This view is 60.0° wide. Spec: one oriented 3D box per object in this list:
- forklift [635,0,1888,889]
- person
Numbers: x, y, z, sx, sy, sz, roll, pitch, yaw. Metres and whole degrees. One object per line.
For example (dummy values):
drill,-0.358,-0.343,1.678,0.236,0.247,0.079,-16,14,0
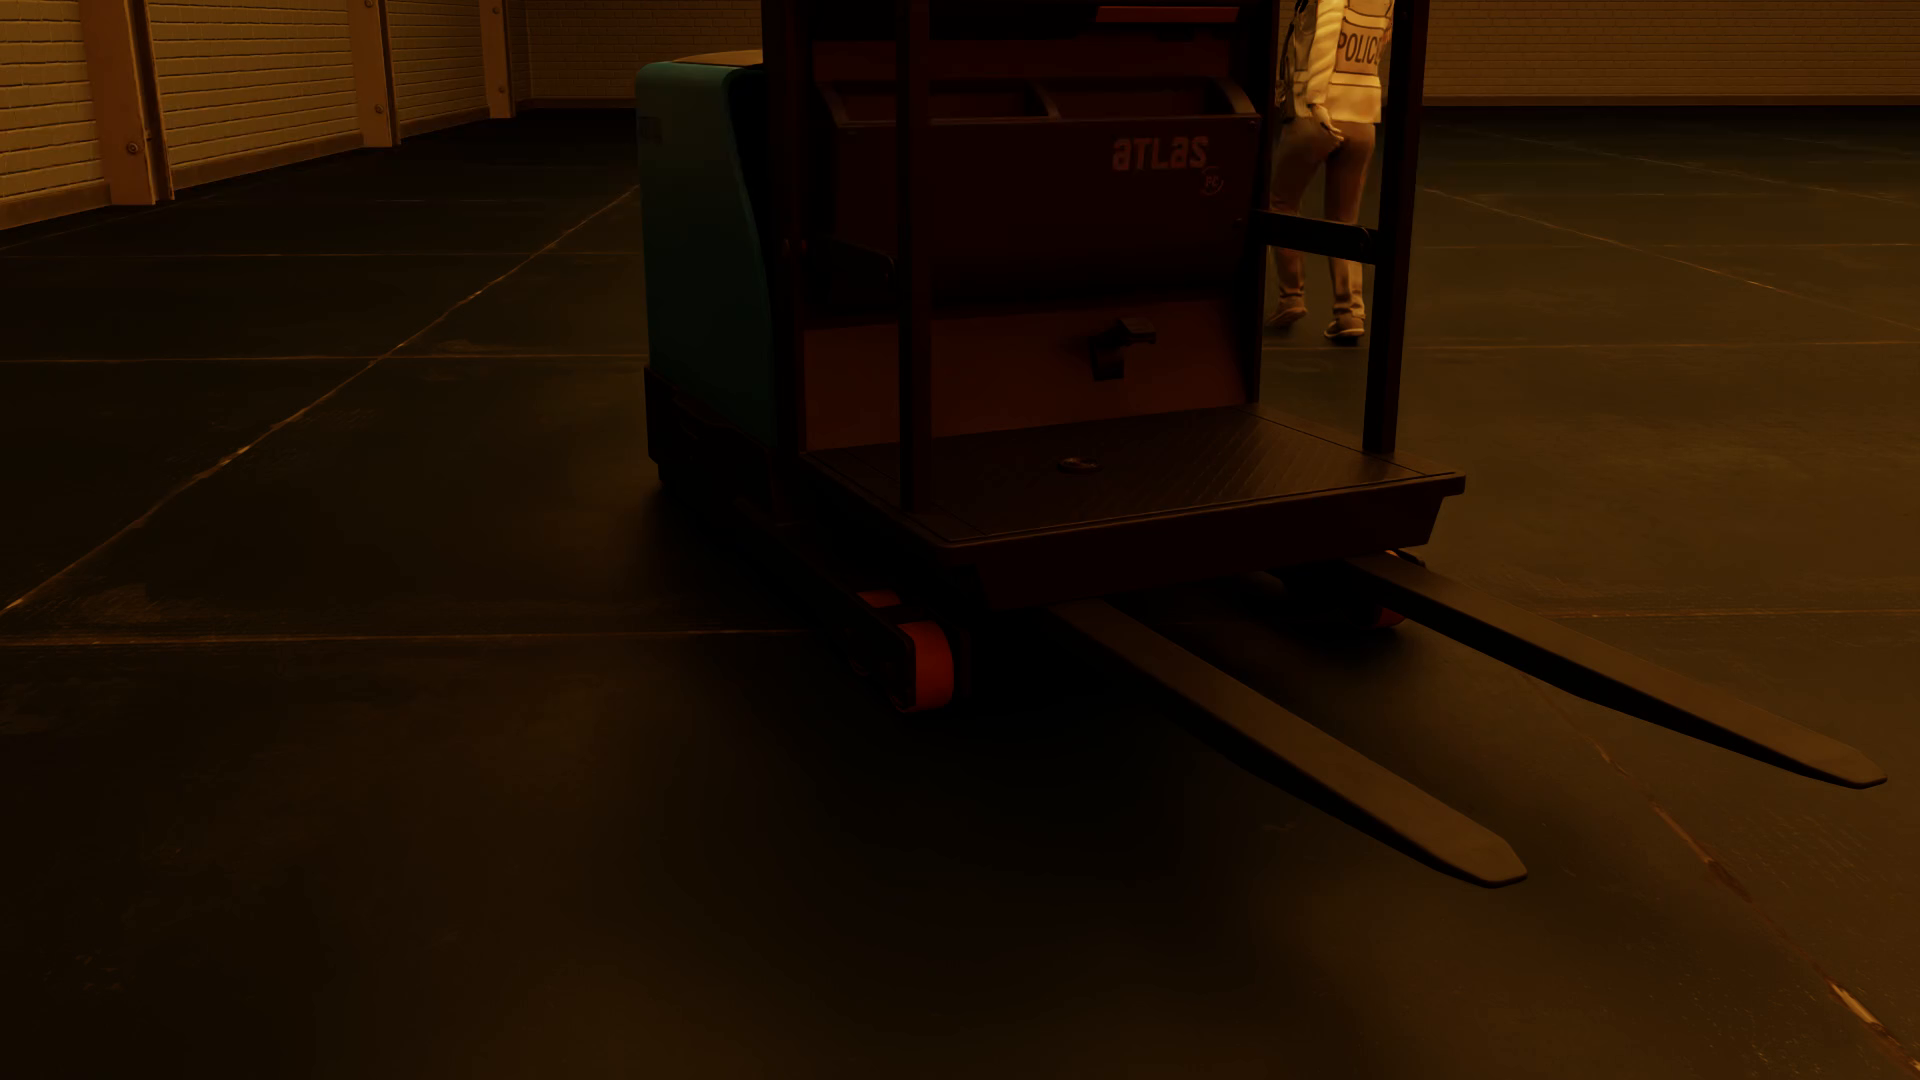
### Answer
forklift,0.258,-1.240,2.962,1.130,2.935,3.031,-8,19,-24
person,1.412,-1.563,6.376,0.527,1.644,0.849,-4,18,-14
